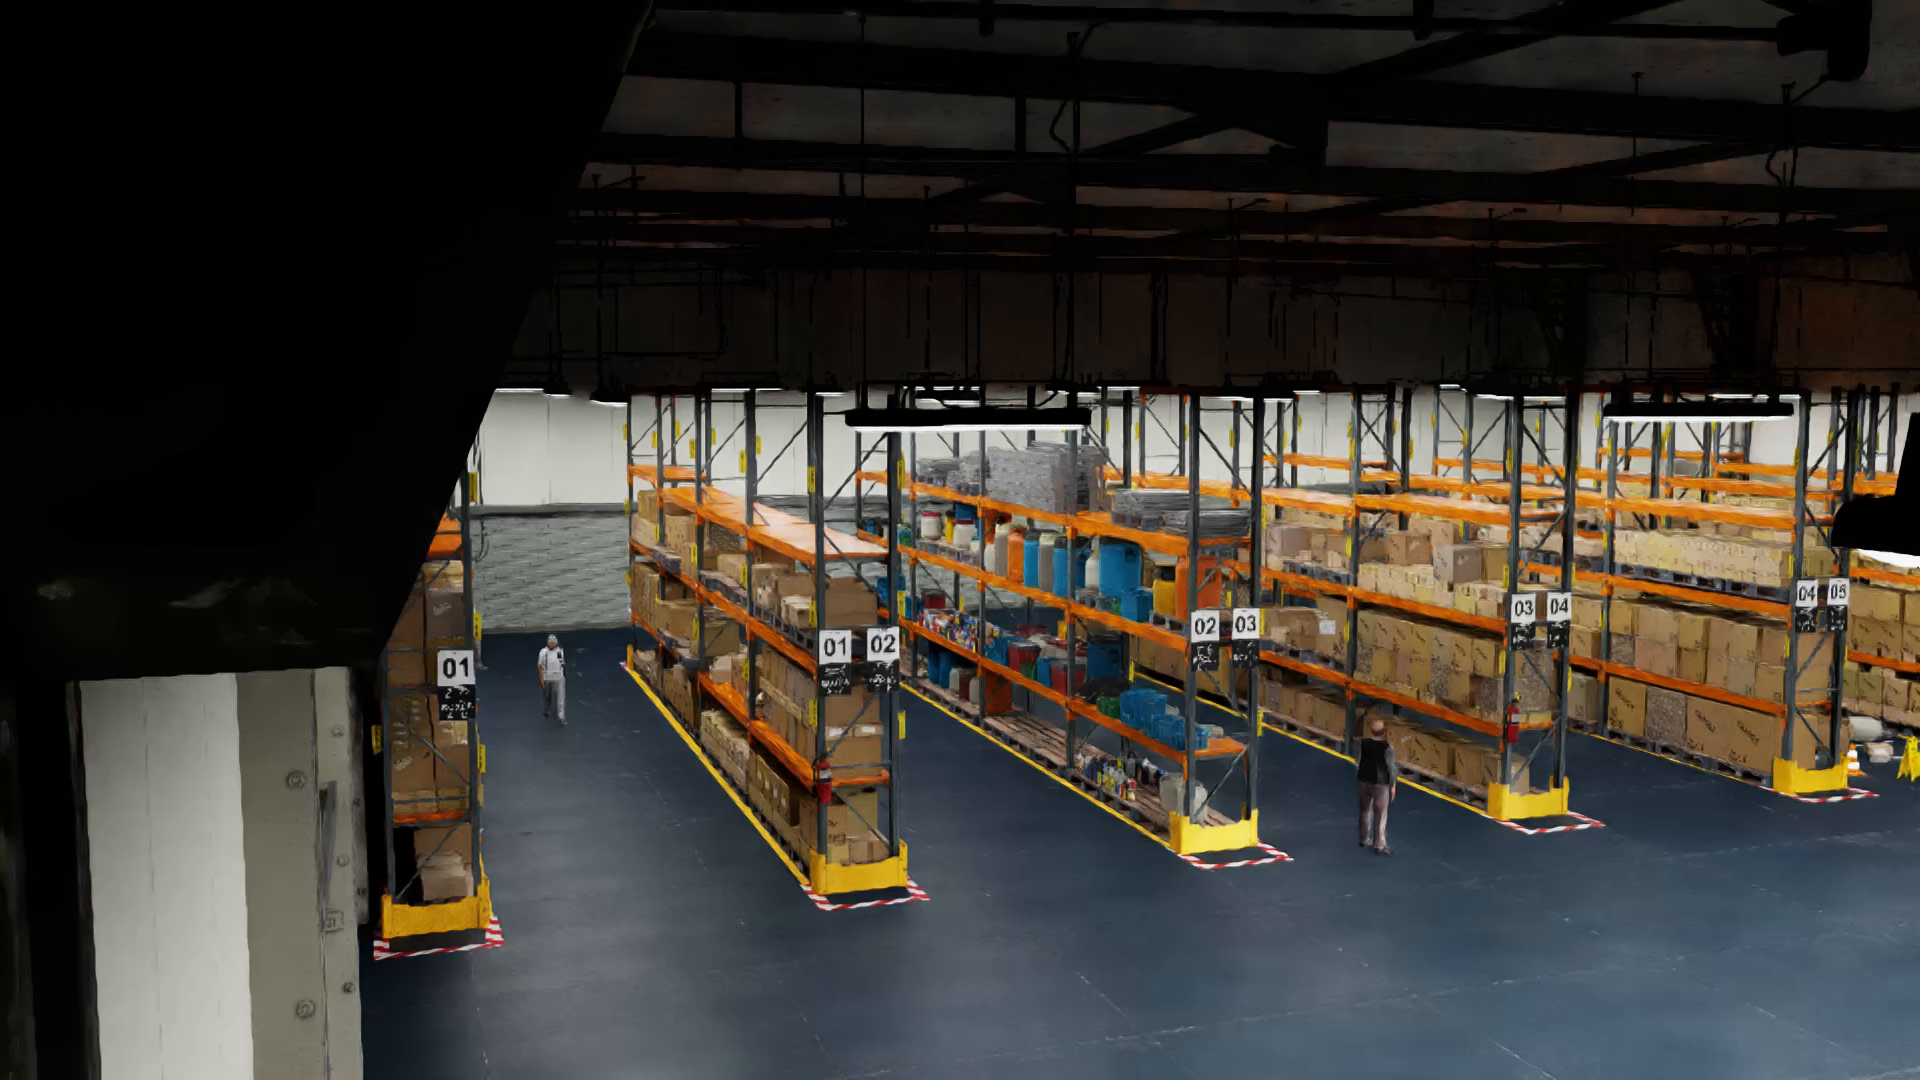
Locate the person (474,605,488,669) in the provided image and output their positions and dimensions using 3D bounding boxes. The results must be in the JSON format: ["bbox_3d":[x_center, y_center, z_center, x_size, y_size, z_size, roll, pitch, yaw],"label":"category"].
[{"bbox_3d":[-10.375,1.870,34.849,0.746,1.726,0.646,6,8,43],"label":"person"}]

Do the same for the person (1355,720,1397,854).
[{"bbox_3d":[5.467,3.208,21.797,0.598,1.731,0.463,5,8,43],"label":"person"}]

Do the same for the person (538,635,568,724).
[{"bbox_3d":[-7.290,2.463,29.735,0.497,1.583,1.090,-2,6,-16],"label":"person"}]
